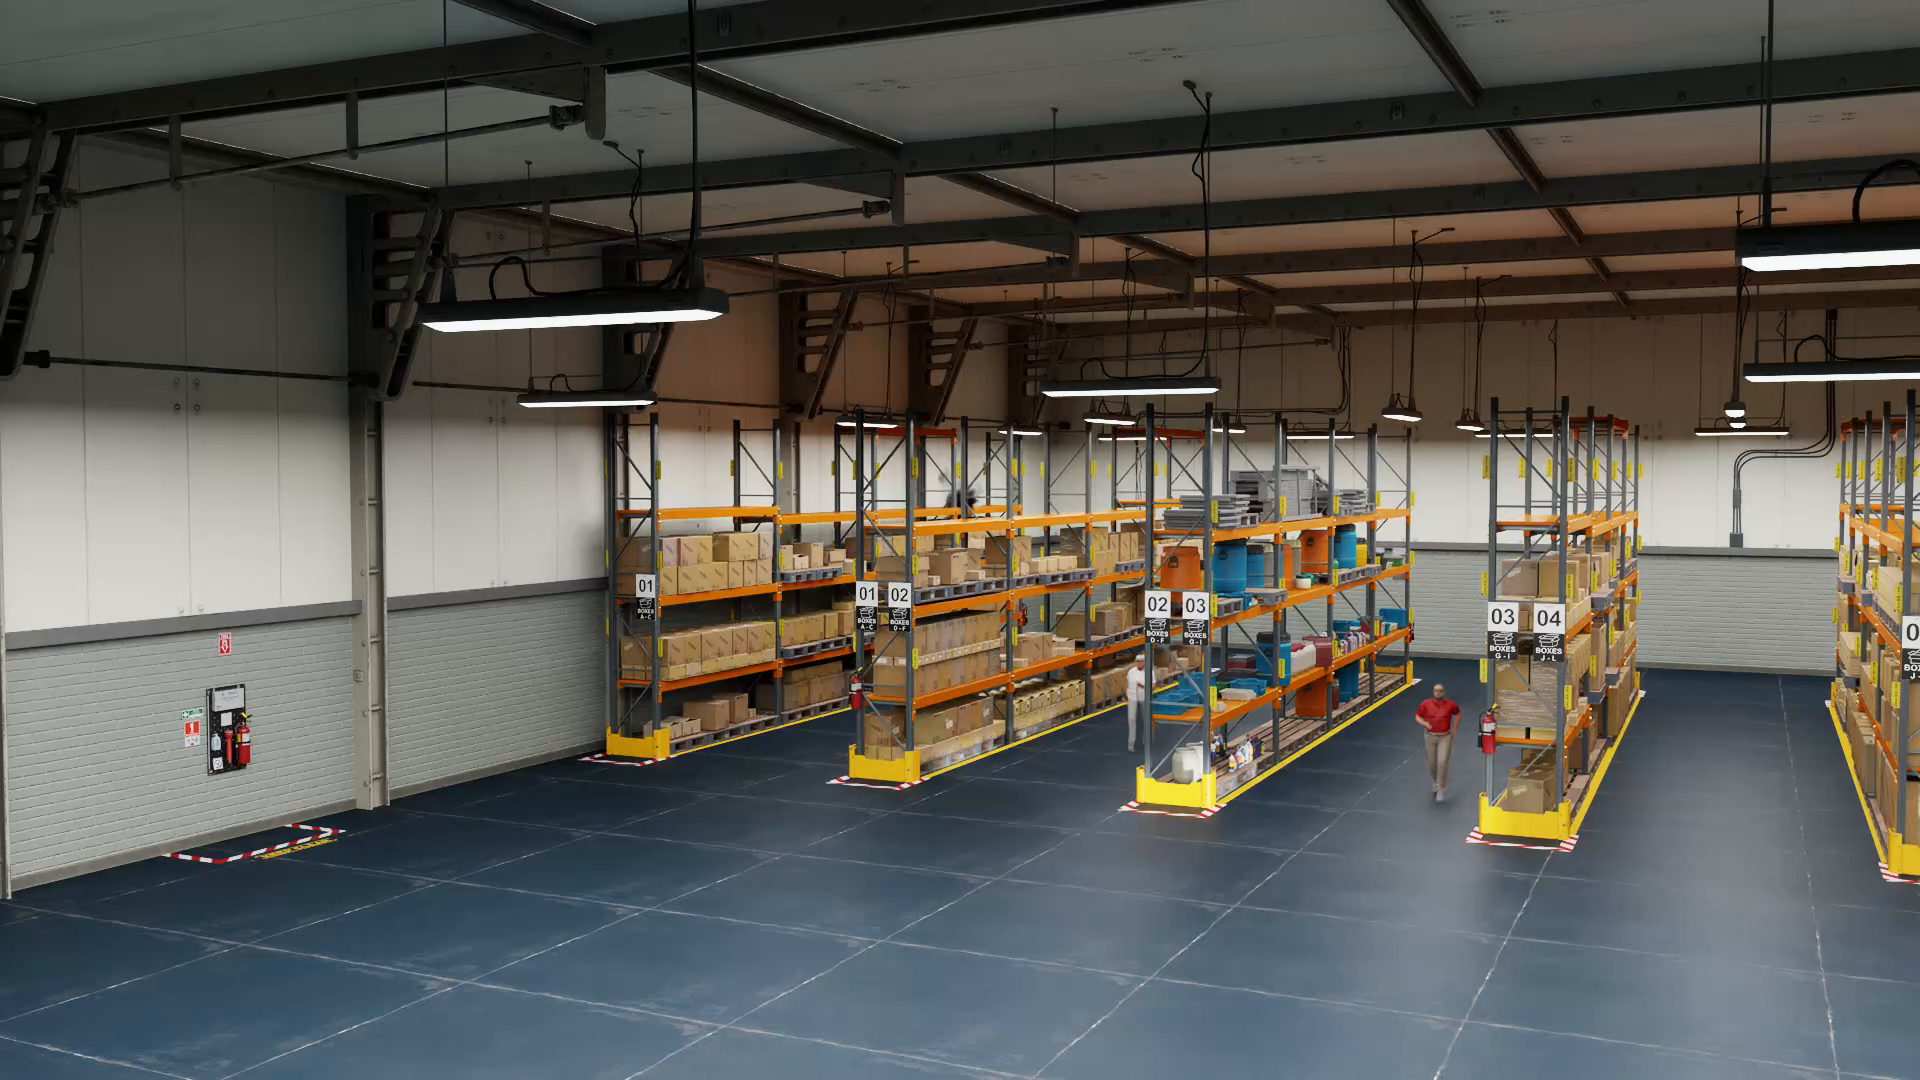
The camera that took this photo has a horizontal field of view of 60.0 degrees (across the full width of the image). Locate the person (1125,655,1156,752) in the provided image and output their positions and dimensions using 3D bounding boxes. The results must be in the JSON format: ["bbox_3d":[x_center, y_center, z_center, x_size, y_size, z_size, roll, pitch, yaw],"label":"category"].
[{"bbox_3d":[3.235,2.901,29.871,0.591,1.695,0.878,1,3,17],"label":"person"}]

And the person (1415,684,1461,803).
[{"bbox_3d":[7.292,3.070,25.423,0.652,1.755,0.864,1,3,23],"label":"person"}]
